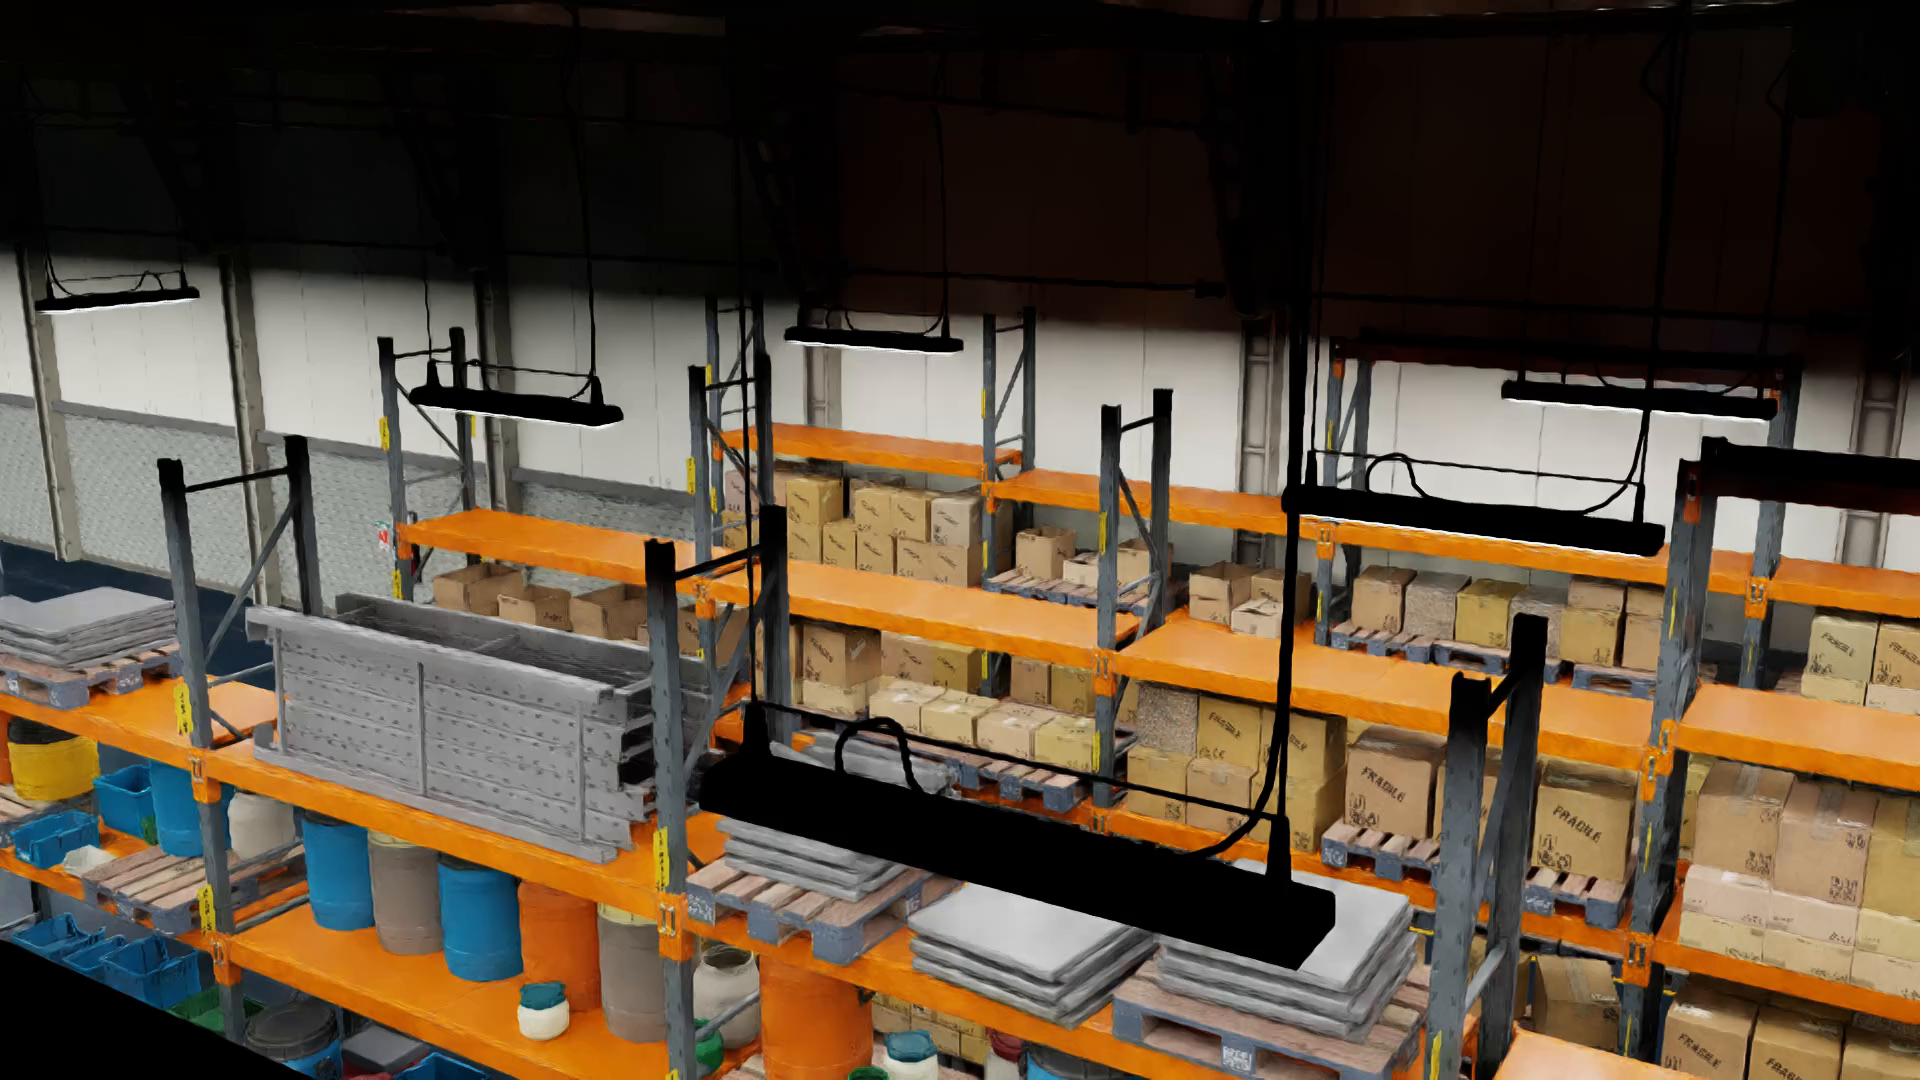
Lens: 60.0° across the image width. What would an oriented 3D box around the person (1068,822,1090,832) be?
[{"bbox_3d":[1.363,3.057,17.303,1.035,1.709,0.569,6,15,22],"label":"person"}]
